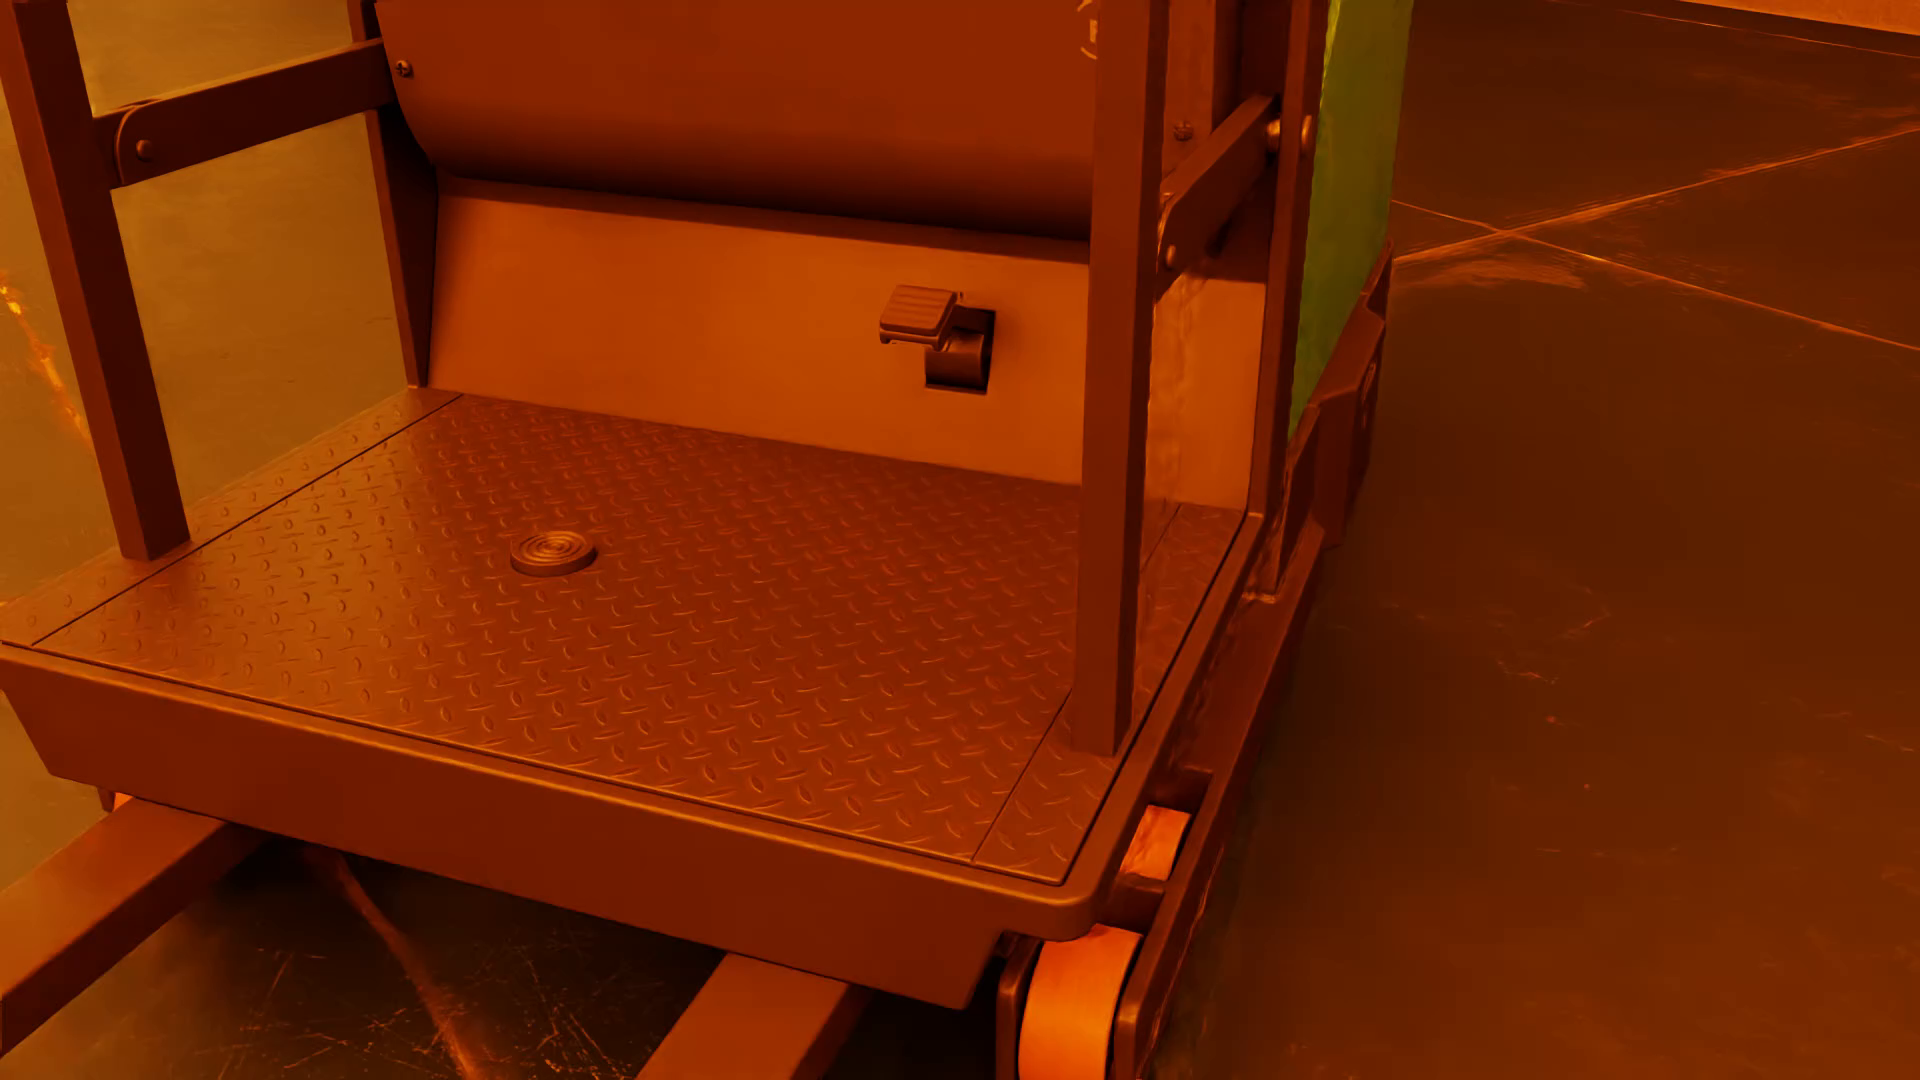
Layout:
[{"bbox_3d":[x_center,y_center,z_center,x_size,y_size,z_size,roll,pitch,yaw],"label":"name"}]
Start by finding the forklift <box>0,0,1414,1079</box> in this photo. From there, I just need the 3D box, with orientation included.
[{"bbox_3d":[-0.256,-1.013,1.251,1.130,2.935,3.031,9,28,18],"label":"forklift"}]
